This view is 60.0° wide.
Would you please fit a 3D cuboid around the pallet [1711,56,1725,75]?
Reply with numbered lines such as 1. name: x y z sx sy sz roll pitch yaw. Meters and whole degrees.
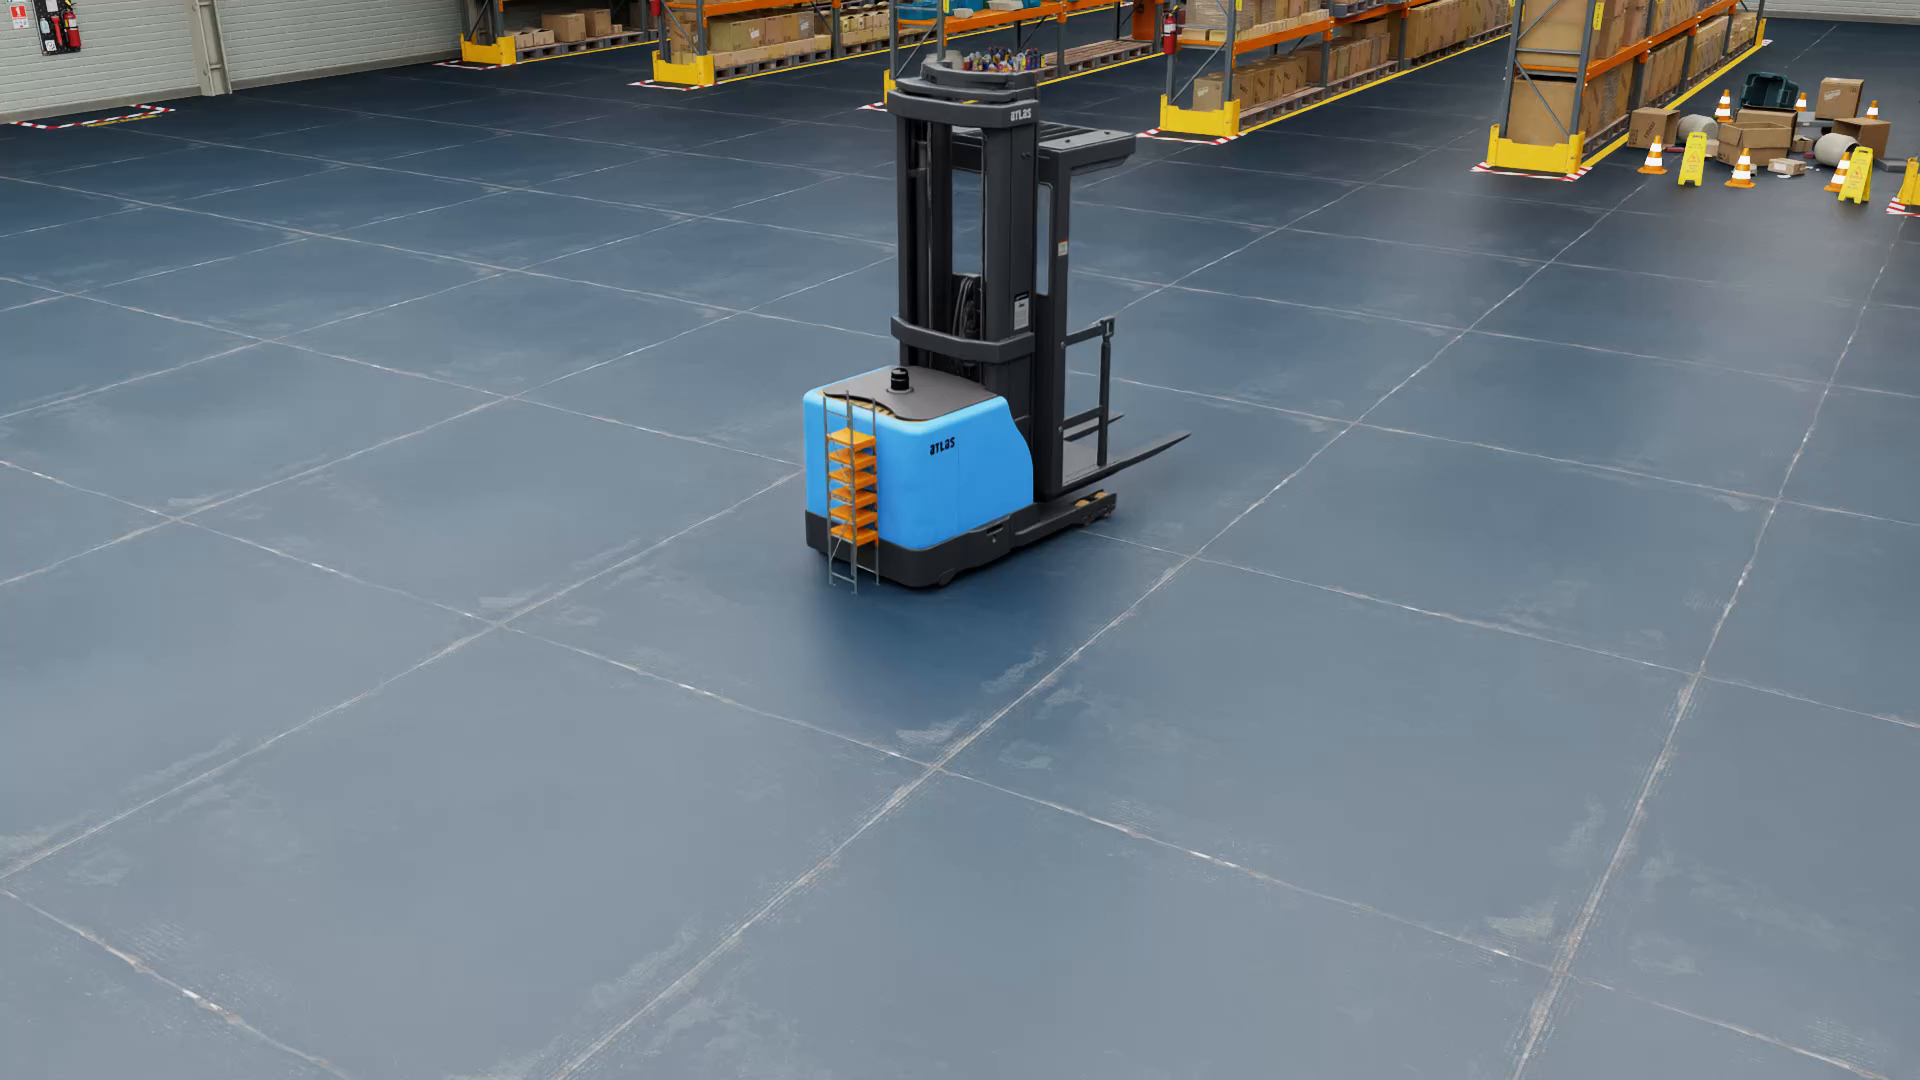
1. pallet: 13.604 -8.883 31.004 1.003 0.211 1.213 14 27 29

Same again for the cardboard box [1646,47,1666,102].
1. cardboard box: 10.557 -7.439 26.462 1.050 0.750 0.750 14 27 29

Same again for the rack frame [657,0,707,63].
1. rack frame: -4.891 -9.527 28.980 1.000 3.000 0.127 14 27 29

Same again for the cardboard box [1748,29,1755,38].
1. cardboard box: 15.973 -10.331 33.898 0.380 0.149 0.250 15 27 31

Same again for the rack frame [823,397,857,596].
1. rack frame: -0.705 -0.250 9.816 0.240 1.200 0.006 20 31 39

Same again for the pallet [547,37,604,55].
1. pallet: -7.958 -9.986 33.552 1.003 0.211 1.213 14 27 29

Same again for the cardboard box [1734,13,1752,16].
1. cardboard box: 15.878 -10.629 33.838 0.380 0.149 0.250 14 27 30

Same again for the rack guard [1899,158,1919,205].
1. rack guard: 11.982 -4.251 19.941 1.175 0.500 0.348 14 27 29

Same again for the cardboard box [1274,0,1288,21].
1. cardboard box: 4.572 -8.331 25.719 0.875 0.500 0.500 14 27 29

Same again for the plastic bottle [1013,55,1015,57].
1. plastic bottle: 0.958 -8.354 29.137 0.061 0.283 0.133 14 27 29

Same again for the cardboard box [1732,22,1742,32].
1. cardboard box: 14.980 -9.994 32.371 0.380 0.149 0.250 15 27 30

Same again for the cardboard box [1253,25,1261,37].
1. cardboard box: 4.283 -7.631 24.917 0.380 0.149 0.250 14 27 29

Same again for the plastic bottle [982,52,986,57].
1. plastic bottle: 0.425 -8.496 29.466 0.061 0.283 0.133 15 28 31

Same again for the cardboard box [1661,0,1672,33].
1. cardboard box: 10.565 -8.063 25.475 0.500 0.500 0.500 14 27 29

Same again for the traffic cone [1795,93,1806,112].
1. traffic cone: 12.820 -6.578 25.362 0.336 0.463 0.334 14 27 29

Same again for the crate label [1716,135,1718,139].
1. crate label: 10.802 -5.851 24.092 0.298 0.136 0.250 -3 24 -7

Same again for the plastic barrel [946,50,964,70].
1. plastic barrel: -0.138 -7.946 27.931 0.421 0.512 0.421 0 23 0

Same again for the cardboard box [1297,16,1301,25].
1. cardboard box: 5.165 -8.231 26.304 0.380 0.149 0.250 14 27 29

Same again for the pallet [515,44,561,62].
1. pallet: -8.603 -9.576 32.605 1.003 0.211 1.213 14 27 29

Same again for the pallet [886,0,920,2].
1. pallet: -1.661 -13.987 42.795 1.003 0.211 1.213 14 27 29

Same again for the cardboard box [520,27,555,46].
1. cardboard box: -8.359 -9.938 32.762 0.500 0.311 0.500 16 28 33

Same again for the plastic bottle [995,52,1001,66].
1. plastic bottle: 0.673 -8.527 29.553 0.097 0.271 0.097 0 23 0

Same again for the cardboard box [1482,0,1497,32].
1. cardboard box: 10.744 -11.227 35.054 0.875 0.875 0.875 14 27 29

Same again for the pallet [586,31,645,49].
1. pallet: -7.316 -10.400 34.507 1.003 0.211 1.213 14 27 29

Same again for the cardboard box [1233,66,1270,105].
1. cardboard box: 4.499 -7.118 26.035 0.500 0.500 0.500 17 29 34

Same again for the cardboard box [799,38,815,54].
1. cardboard box: -3.112 -9.438 31.709 0.500 0.250 0.500 14 27 29

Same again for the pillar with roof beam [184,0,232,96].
1. pillar with roof beam: -8.975 -10.807 24.386 9.100 9.000 0.400 14 27 29

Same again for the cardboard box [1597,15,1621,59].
1. cardboard box: 8.514 -6.932 22.799 0.875 0.550 0.550 14 27 29

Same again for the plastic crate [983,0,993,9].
1. plastic crate: 0.469 -9.341 28.819 0.450 0.188 0.662 14 27 29

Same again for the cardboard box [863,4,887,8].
1. cardboard box: -1.738 -10.949 34.493 0.500 0.311 0.500 13 27 28

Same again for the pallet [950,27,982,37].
1. pallet: -0.245 -11.191 36.335 1.003 0.211 1.213 14 27 29

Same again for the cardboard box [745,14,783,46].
1. cardboard box: -3.626 -9.442 30.773 0.500 0.500 0.500 14 27 29

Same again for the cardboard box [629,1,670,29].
1. cardboard box: -6.617 -11.220 35.485 0.700 0.500 0.500 15 28 31

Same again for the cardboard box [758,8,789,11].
1. cardboard box: -3.549 -9.890 31.809 0.500 0.500 0.500 14 27 29

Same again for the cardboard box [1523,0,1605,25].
1. cardboard box: 7.912 -7.057 21.728 0.875 0.550 0.550 14 27 29

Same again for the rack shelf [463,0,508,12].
1. rack shelf: -8.046 -10.908 33.078 1.077 0.370 4.000 14 27 29

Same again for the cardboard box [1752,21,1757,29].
1. cardboard box: 16.087 -10.559 34.051 0.380 0.149 0.250 13 27 28

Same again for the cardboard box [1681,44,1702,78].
1. cardboard box: 12.493 -8.307 28.780 0.500 0.500 0.500 13 26 27

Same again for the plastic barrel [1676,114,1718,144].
1. plastic barrel: 10.498 -5.839 23.705 0.421 0.421 0.512 -7 24 -17

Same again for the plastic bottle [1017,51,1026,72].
1. plastic bottle: 1.059 -8.372 29.094 0.144 0.351 0.185 14 27 29

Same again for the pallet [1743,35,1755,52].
1. pallet: 15.625 -10.204 34.055 1.003 0.211 1.213 14 27 29

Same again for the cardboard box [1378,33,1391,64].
1. cardboard box: 7.406 -8.974 30.296 0.700 0.500 0.500 12 26 26

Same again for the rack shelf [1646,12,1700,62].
1. rack shelf: 10.848 -8.071 26.523 1.077 0.370 4.000 14 27 29

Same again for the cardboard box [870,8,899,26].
1. cardboard box: -1.542 -10.671 33.851 0.500 0.311 0.500 15 27 30

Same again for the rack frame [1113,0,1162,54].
1. rack frame: 3.535 -11.187 32.817 1.000 3.000 0.127 14 27 29

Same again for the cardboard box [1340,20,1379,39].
1. cardboard box: 7.144 -9.135 29.724 0.500 0.250 0.500 17 29 35

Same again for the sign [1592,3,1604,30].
1. sign: 8.152 -6.691 21.241 0.100 0.325 0.005 14 27 29

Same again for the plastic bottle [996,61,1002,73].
1. plastic bottle: 0.671 -8.062 28.462 0.061 0.283 0.133 14 27 30

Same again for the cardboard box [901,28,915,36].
1. cardboard box: -1.278 -10.585 34.358 0.500 0.250 0.500 15 27 30

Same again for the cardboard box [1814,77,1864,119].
1. cardboard box: 12.524 -6.286 23.688 0.500 0.500 0.500 14 27 29

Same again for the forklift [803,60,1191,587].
1. forklift: 0.395 -1.563 10.671 1.130 2.935 3.031 20 31 39

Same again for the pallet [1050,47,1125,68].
1. pallet: 2.449 -9.244 31.838 1.003 0.211 1.213 14 27 29

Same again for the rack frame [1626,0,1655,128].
1. rack frame: 9.793 -7.726 24.821 1.000 3.000 0.127 14 27 29

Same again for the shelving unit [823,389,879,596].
1. shelving unit: -0.643 -0.276 9.878 0.258 1.200 0.189 20 31 39
